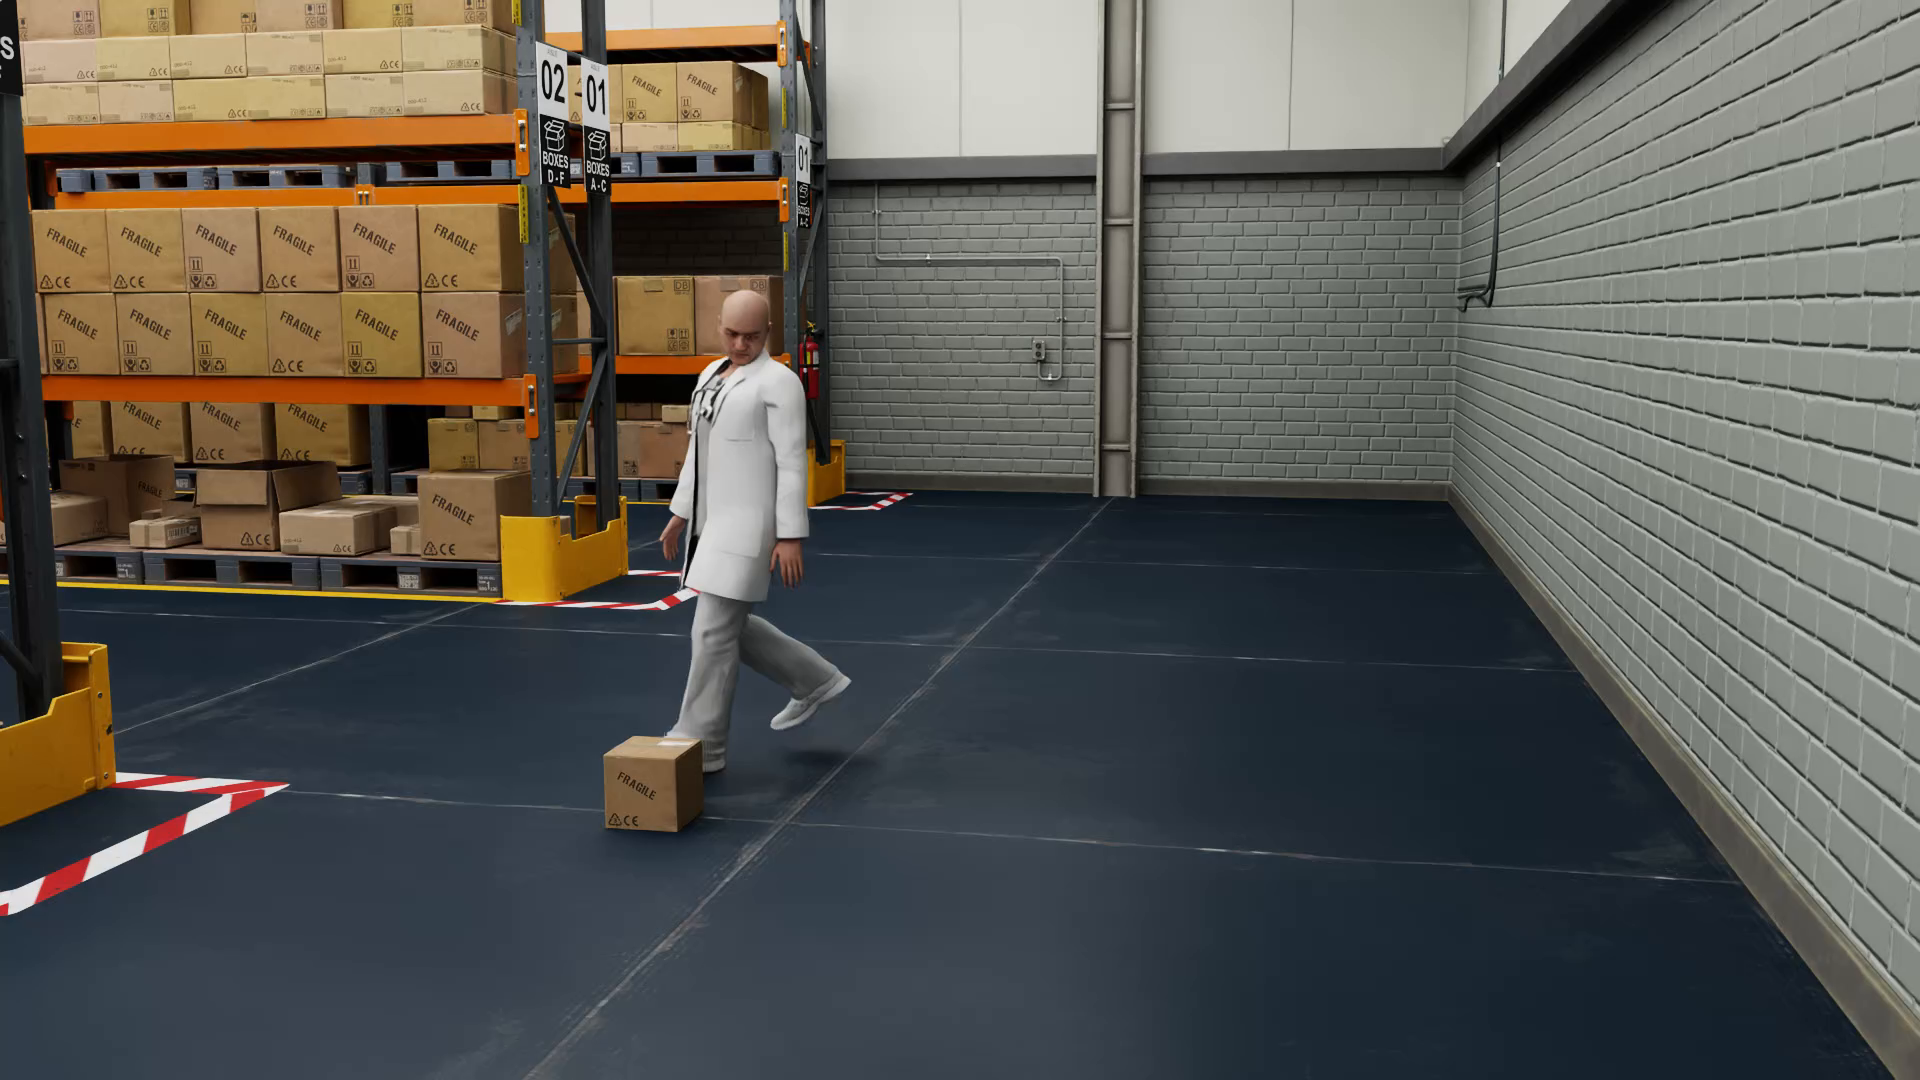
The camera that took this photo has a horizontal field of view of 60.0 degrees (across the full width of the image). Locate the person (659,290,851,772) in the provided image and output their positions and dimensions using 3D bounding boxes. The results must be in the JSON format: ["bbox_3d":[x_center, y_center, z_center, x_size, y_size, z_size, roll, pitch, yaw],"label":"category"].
[{"bbox_3d":[-0.816,-0.035,6.121,0.911,1.752,0.628,-5,9,-33],"label":"person"}]
